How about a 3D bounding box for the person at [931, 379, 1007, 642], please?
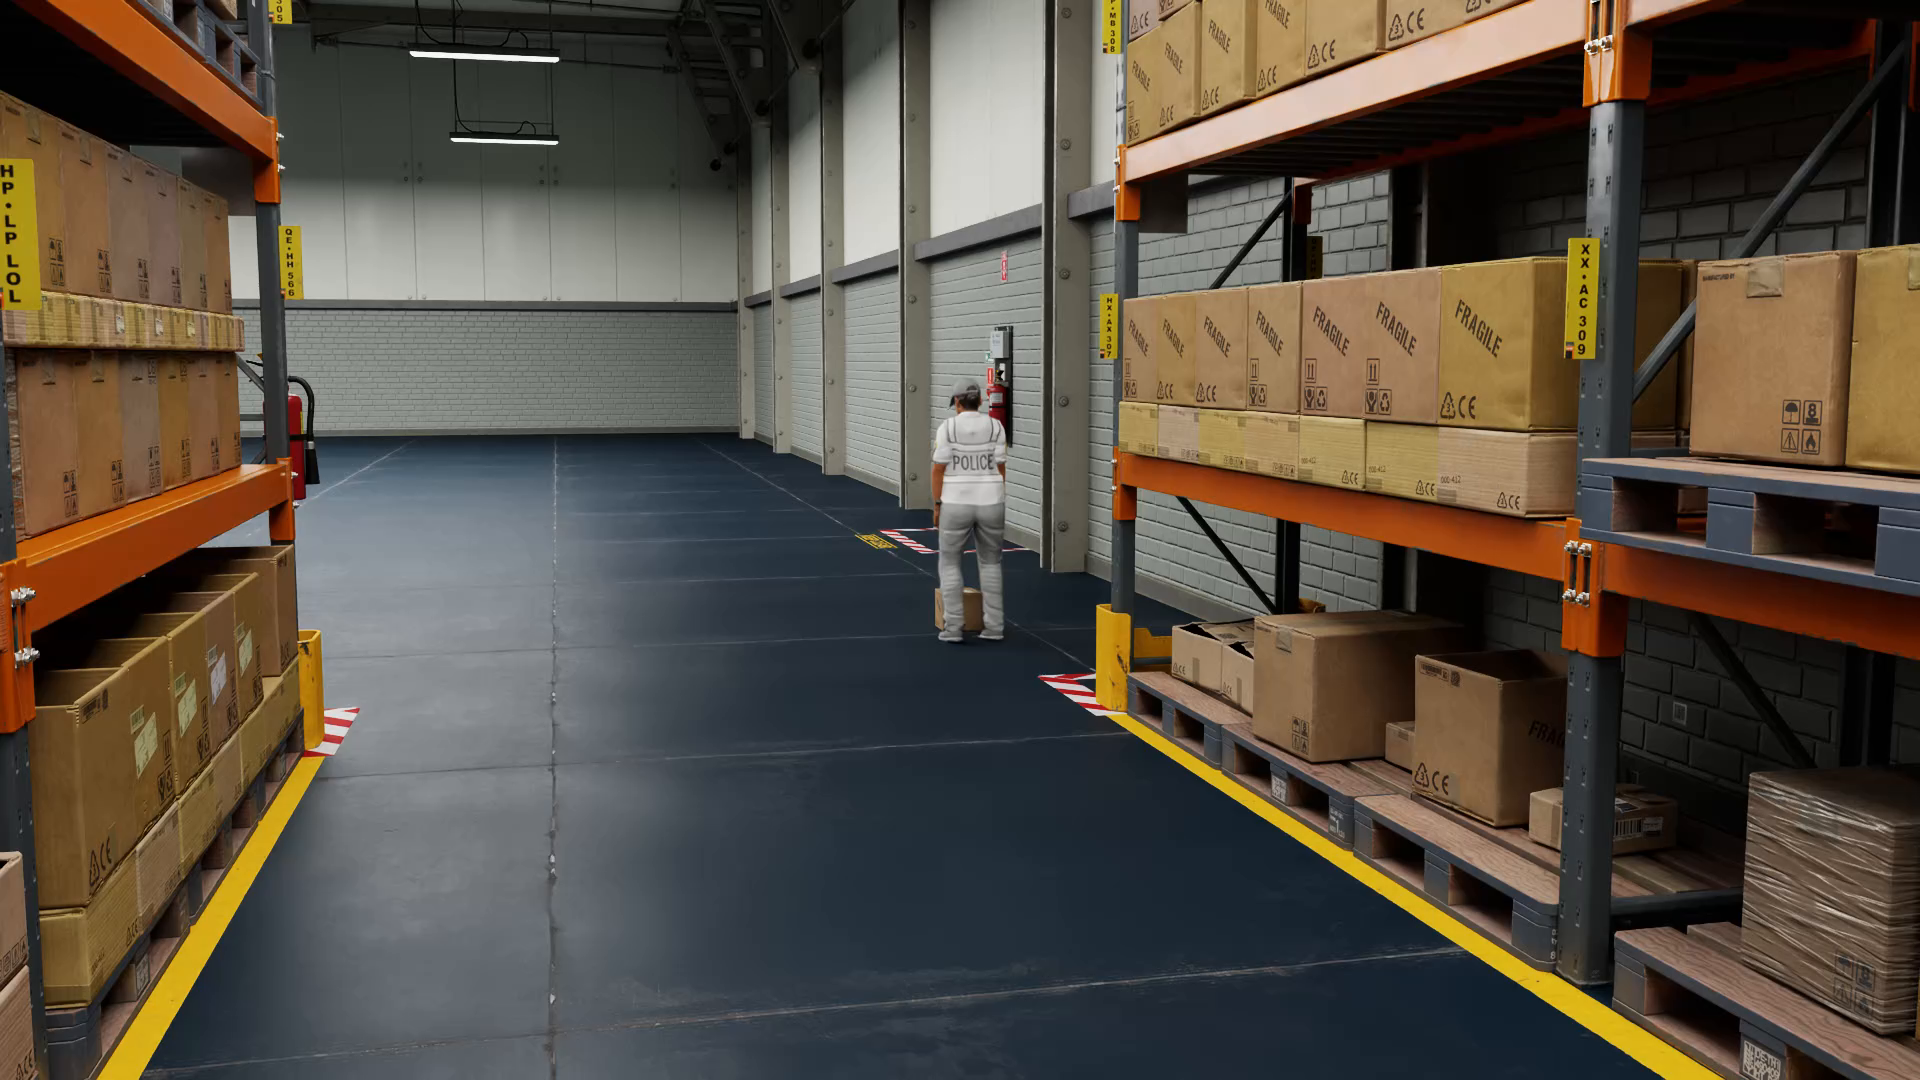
[{"bbox_3d":[0.051,-0.182,10.444,0.476,1.653,0.394,-1,6,-13],"label":"person"}]
